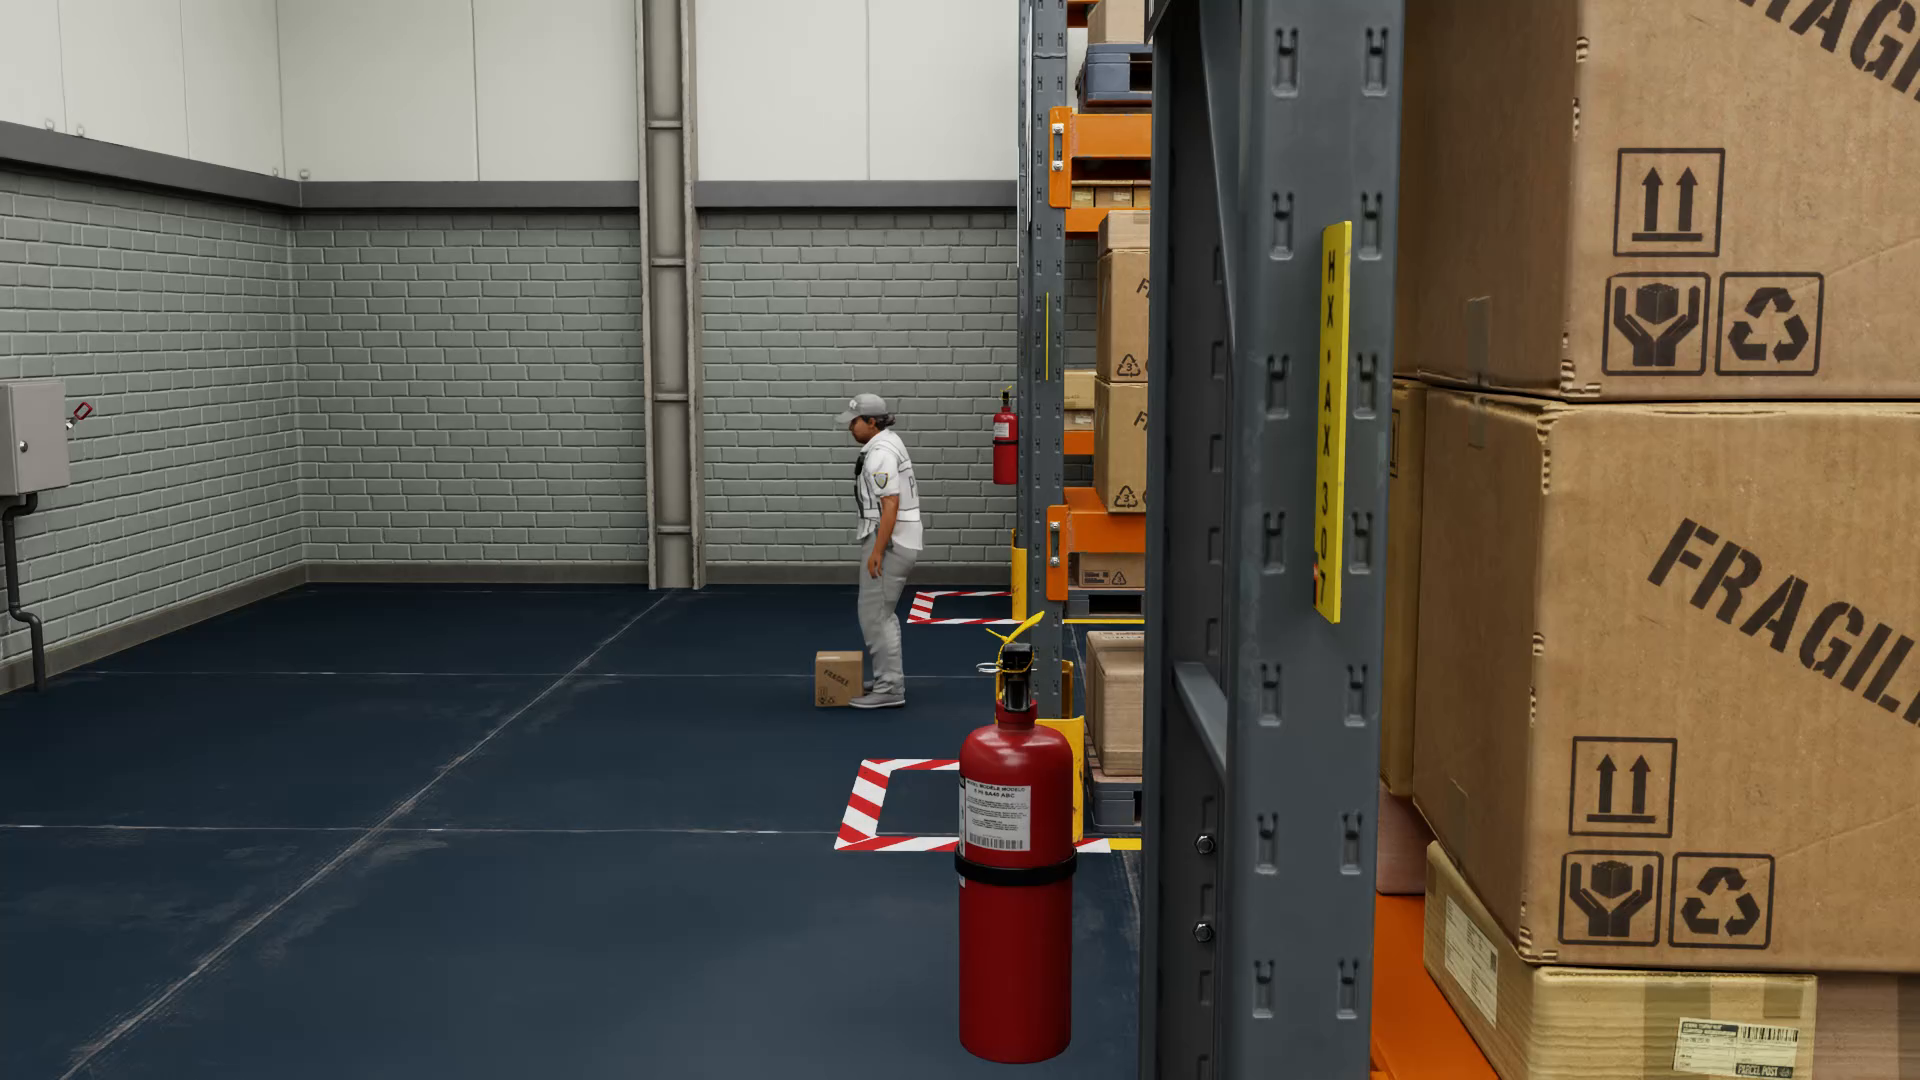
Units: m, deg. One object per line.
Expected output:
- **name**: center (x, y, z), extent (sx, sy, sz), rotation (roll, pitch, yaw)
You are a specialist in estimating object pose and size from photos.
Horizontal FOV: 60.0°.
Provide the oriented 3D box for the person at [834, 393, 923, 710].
- **person**: center (-0.432, 0.046, 8.893), extent (0.466, 1.665, 0.543), rotation (0, 7, -1)
